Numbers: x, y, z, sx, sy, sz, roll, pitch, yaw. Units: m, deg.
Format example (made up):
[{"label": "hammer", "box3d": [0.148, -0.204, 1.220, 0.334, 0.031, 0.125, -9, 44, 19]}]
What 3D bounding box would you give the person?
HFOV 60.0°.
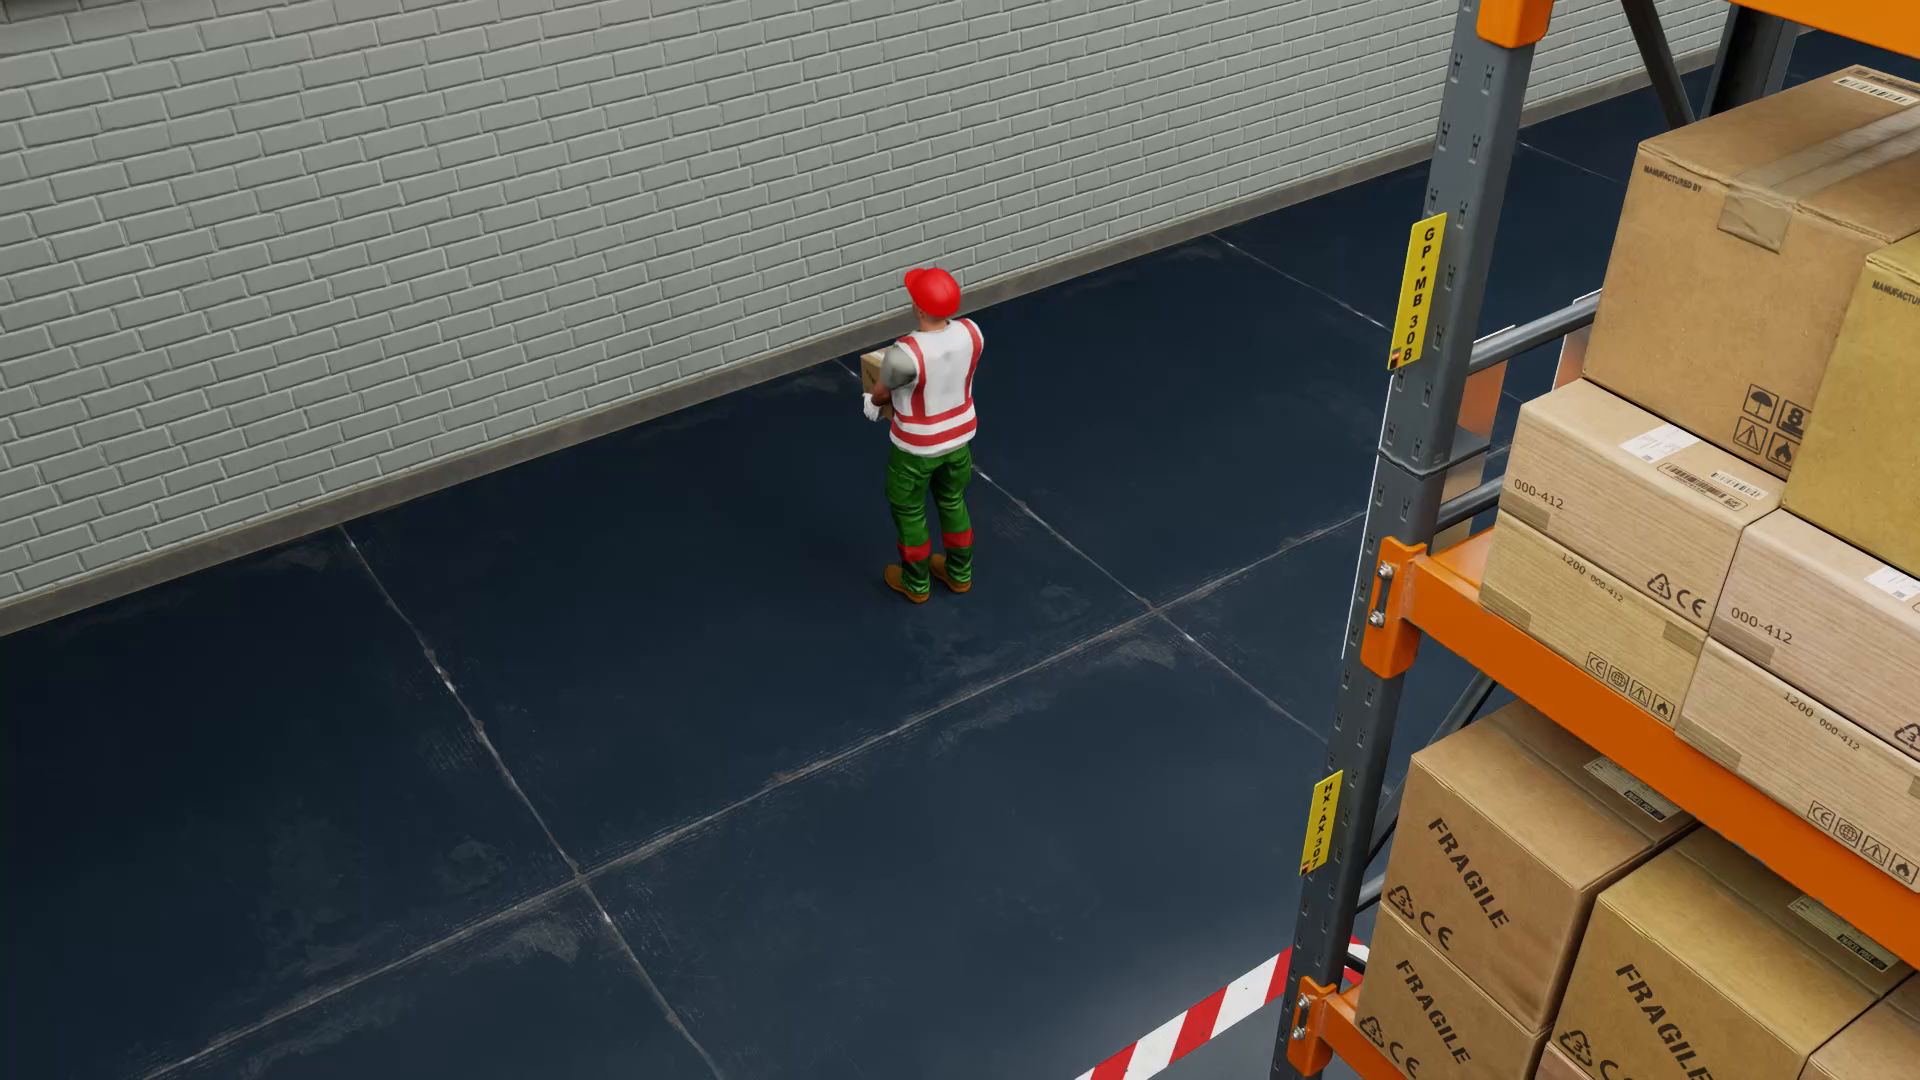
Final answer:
[{"label": "person", "box3d": [-0.195, -0.511, 7.691, 0.493, 1.782, 0.572, -22, 41, -27]}]
